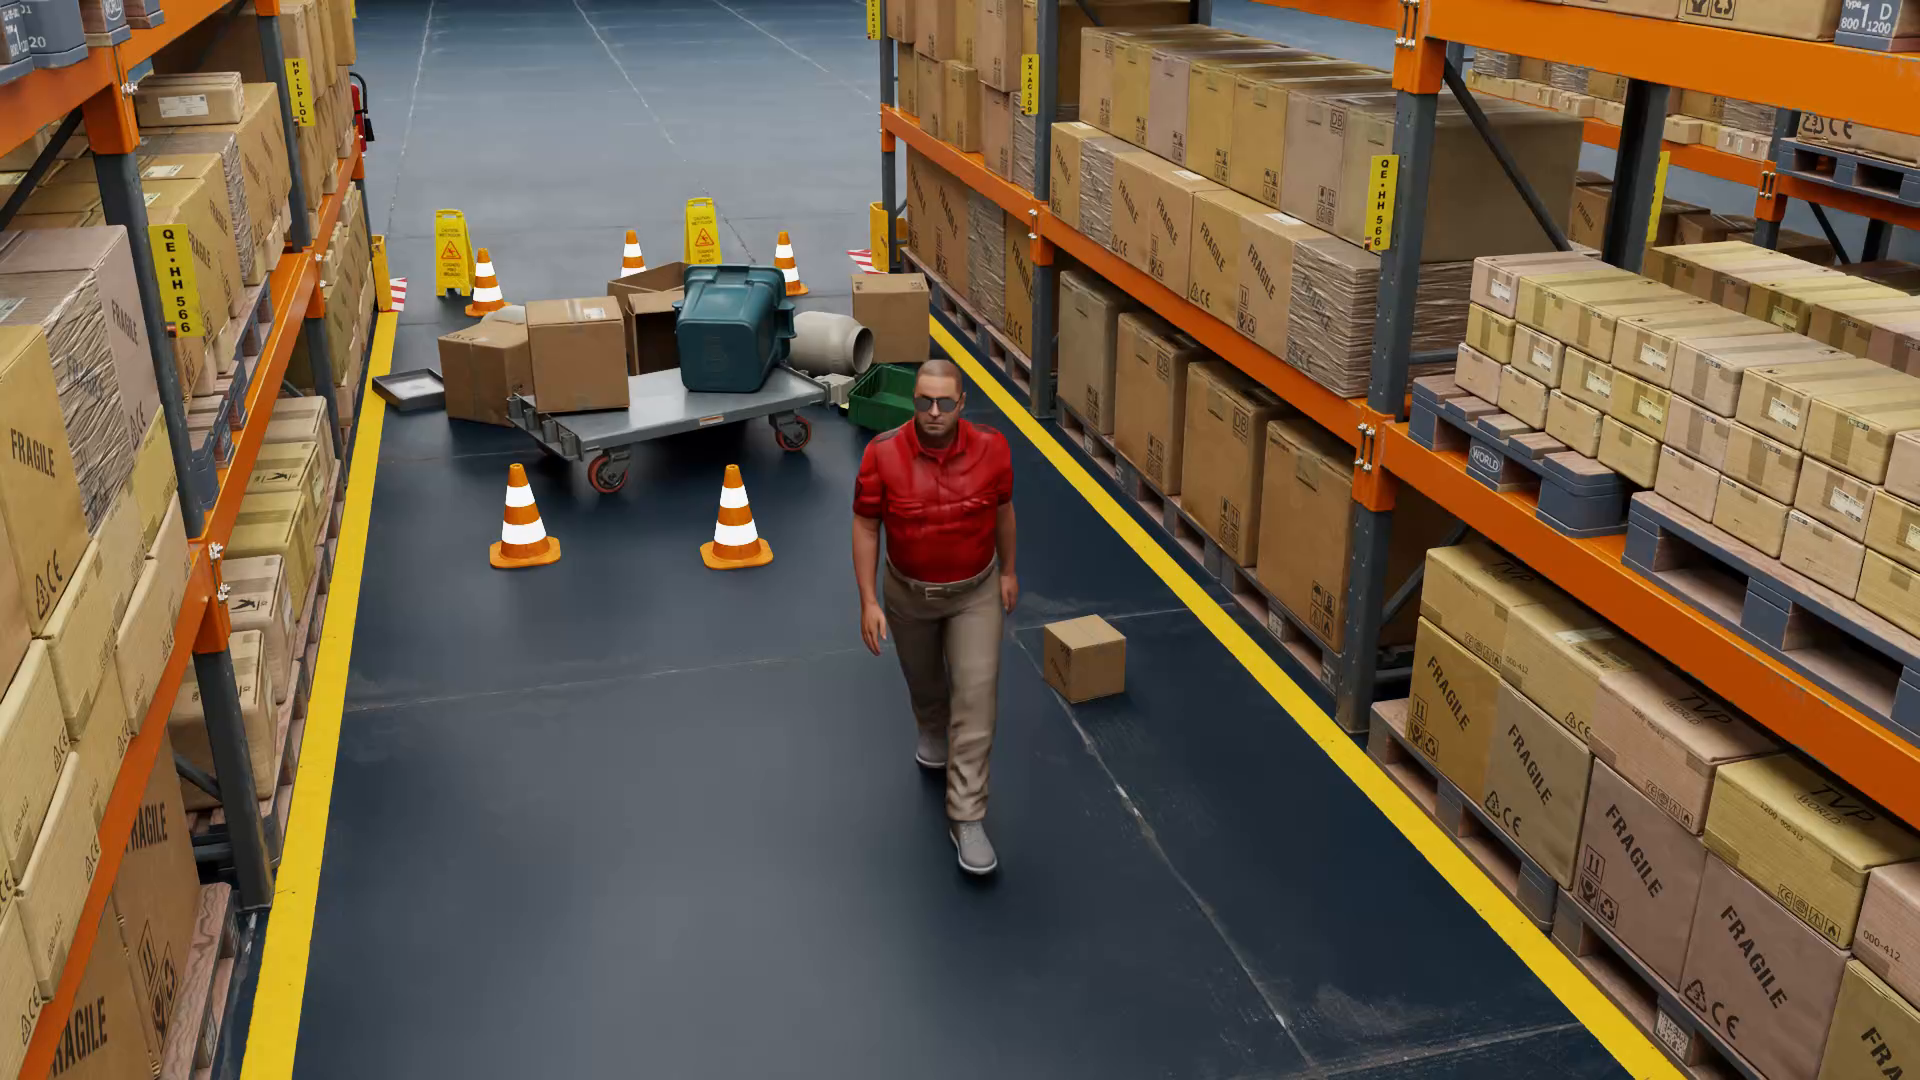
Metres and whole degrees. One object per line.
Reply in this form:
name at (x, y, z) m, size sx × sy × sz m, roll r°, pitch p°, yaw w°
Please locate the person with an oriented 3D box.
person at (-0.079, 0.181, 5.675) m, size 0.570 × 1.654 × 1.037 m, roll 1°, pitch 23°, yaw 1°
